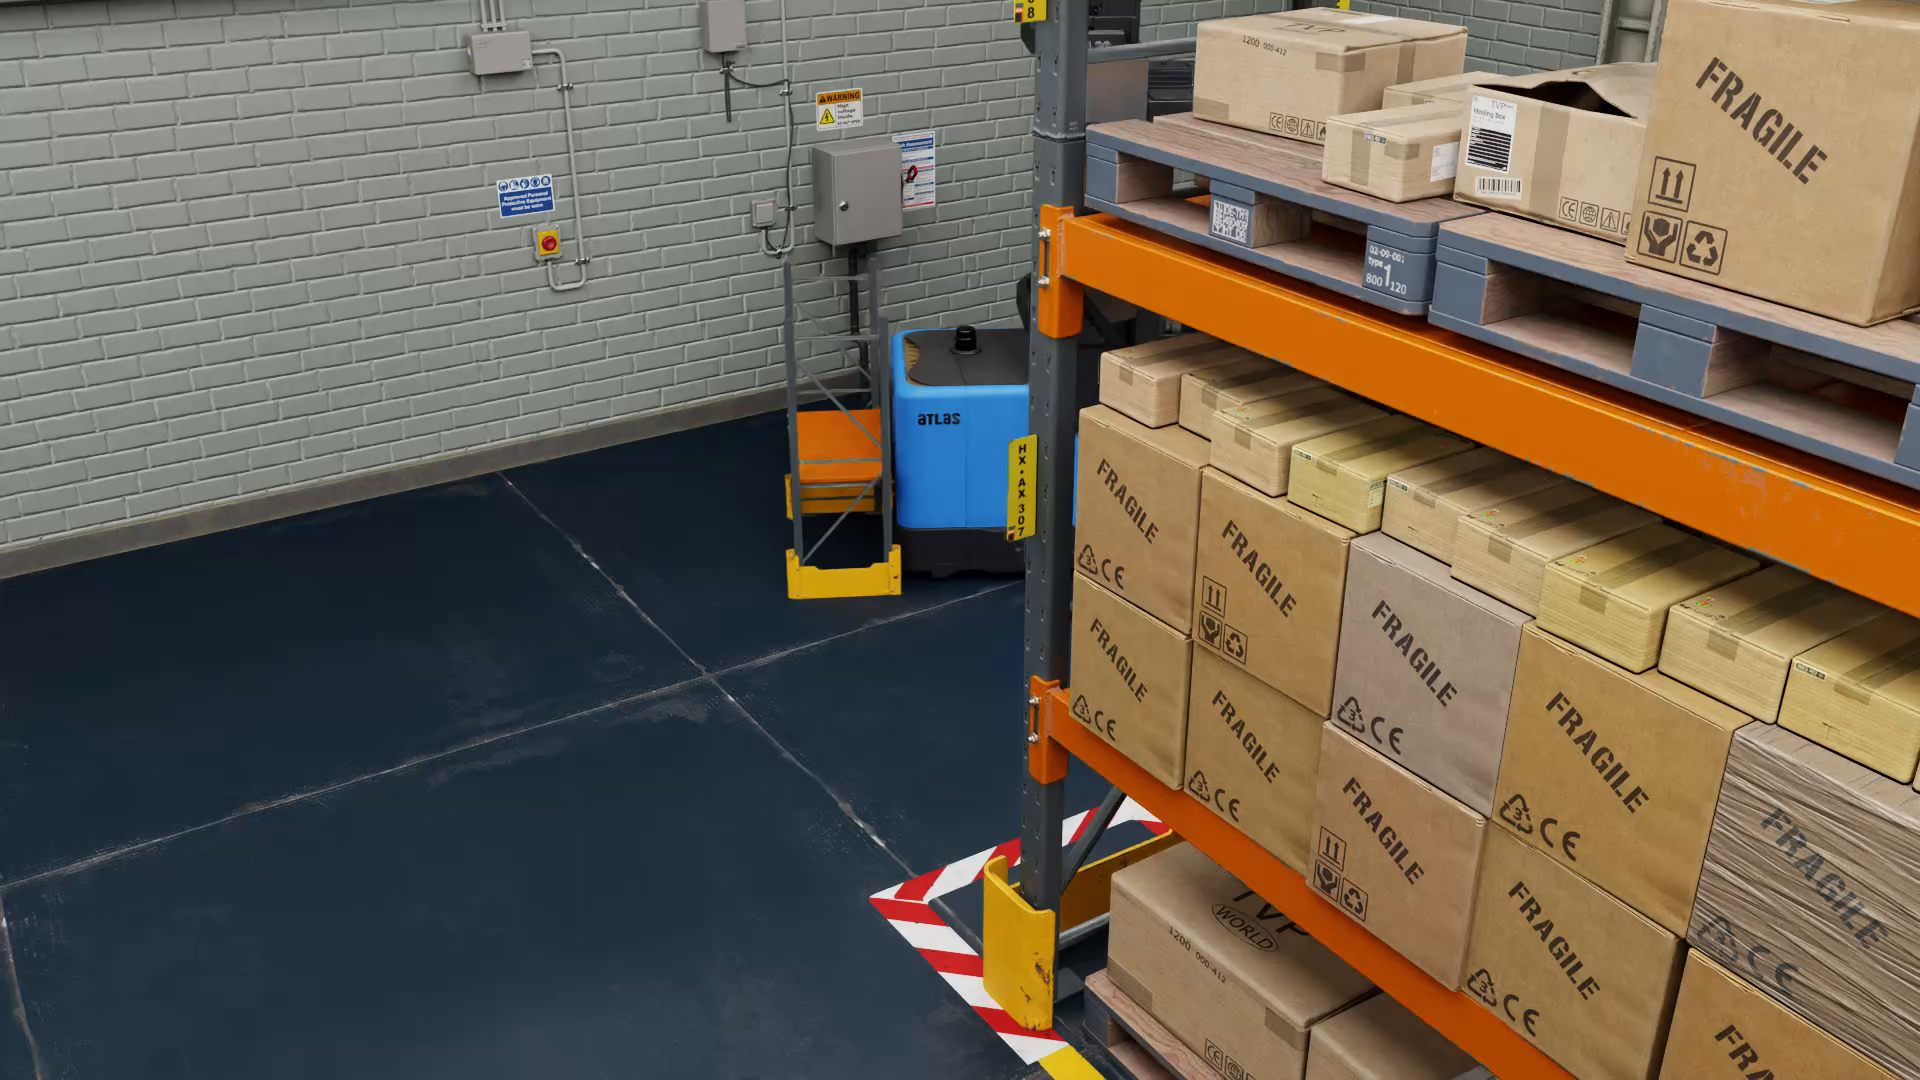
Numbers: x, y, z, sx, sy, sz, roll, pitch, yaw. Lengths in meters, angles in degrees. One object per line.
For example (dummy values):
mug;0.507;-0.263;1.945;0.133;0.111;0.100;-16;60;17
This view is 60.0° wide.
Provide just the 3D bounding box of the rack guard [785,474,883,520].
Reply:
rack guard;-0.698;-0.258;9.504;0.587;0.250;0.087;-2;25;-5

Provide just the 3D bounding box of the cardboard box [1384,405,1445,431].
cardboard box;1.387;-0.404;4.544;0.380;0.149;0.250;-16;30;-30

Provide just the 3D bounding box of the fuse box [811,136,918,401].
fuse box;-0.605;-1.719;10.887;0.539;1.711;0.414;-16;29;-30

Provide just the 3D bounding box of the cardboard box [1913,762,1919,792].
cardboard box;1.901;0.372;2.899;0.380;0.149;0.250;-16;30;-30

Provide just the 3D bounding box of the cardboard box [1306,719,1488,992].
cardboard box;1.236;0.701;4.134;0.500;0.500;0.500;-16;29;-30

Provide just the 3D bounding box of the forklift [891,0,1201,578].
forklift;1.145;-1.355;8.688;3.031;2.935;1.130;-2;25;-3

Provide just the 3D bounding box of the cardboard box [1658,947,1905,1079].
cardboard box;1.797;1.067;3.359;0.500;0.500;0.500;-16;30;-30

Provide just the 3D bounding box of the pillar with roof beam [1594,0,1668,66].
pillar with roof beam;0.486;-3.895;6.960;9.100;9.000;0.400;-16;29;-30

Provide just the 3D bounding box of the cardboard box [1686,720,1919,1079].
cardboard box;1.792;0.613;3.150;0.500;0.500;0.500;-15;29;-29

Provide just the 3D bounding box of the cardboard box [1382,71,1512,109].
cardboard box;1.270;-1.060;4.152;0.380;0.149;0.250;-18;31;-33

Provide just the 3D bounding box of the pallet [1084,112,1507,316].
pallet;1.067;-0.906;4.246;1.003;0.211;1.213;-16;29;-30

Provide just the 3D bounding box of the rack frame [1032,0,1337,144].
rack frame;0.653;-2.566;4.144;1.000;3.000;0.127;-16;29;-30

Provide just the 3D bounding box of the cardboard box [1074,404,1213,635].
cardboard box;0.676;-0.112;4.686;0.500;0.500;0.500;-16;30;-31

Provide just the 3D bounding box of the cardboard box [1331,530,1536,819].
cardboard box;1.252;0.253;3.912;0.500;0.500;0.500;-16;30;-30

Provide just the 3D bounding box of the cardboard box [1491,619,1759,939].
cardboard box;1.525;0.431;3.534;0.500;0.500;0.500;-15;29;-29

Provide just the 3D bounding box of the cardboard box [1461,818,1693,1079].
cardboard box;1.524;0.876;3.763;0.500;0.500;0.500;-14;29;-28

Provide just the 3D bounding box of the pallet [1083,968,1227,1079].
pallet;1.155;1.676;5.453;1.003;0.211;1.213;-16;29;-30

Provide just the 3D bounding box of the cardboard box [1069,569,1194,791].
cardboard box;0.674;0.340;4.898;0.500;0.500;0.500;-16;30;-30

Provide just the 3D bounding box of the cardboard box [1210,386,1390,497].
cardboard box;0.863;-0.255;4.229;0.380;0.149;0.250;-15;29;-28

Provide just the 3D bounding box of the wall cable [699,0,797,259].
wall cable;-1.263;-2.658;10.178;0.588;1.984;0.122;-16;29;-30

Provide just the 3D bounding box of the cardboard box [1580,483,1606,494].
cardboard box;1.573;-0.194;4.100;0.380;0.149;0.250;-16;30;-30

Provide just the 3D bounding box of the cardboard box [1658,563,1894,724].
cardboard box;1.610;0.195;3.276;0.380;0.149;0.250;-16;29;-30

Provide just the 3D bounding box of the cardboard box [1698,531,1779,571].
cardboard box;1.887;-0.020;3.731;0.380;0.149;0.250;-14;29;-28

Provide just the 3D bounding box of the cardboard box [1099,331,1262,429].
cardboard box;0.615;-0.452;4.646;0.380;0.149;0.250;-15;29;-29

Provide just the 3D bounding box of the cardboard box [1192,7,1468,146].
cardboard box;0.974;-1.237;4.409;0.500;0.250;0.500;-19;31;-34

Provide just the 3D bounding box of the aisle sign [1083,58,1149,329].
aisle sign;0.371;-0.987;4.781;0.394;0.787;0.004;-16;29;-30

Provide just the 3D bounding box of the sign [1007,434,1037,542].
sign;0.185;-0.153;4.954;0.100;0.325;0.005;-16;29;-30

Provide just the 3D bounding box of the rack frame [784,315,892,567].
rack frame;-0.597;-0.392;8.323;0.500;1.500;0.032;-2;25;-5

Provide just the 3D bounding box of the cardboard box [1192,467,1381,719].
cardboard box;0.964;0.071;4.298;0.500;0.500;0.500;-16;30;-31

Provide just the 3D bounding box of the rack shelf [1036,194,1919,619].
rack shelf;1.745;-0.169;3.423;1.077;0.370;4.000;-16;29;-30

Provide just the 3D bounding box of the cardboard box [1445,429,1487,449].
cardboard box;1.490;-0.304;4.333;0.380;0.149;0.250;-15;29;-28

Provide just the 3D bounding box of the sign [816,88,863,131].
sign;-0.765;-2.736;10.565;0.339;0.242;0.001;-16;29;-30

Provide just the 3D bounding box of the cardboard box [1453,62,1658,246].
cardboard box;1.428;-0.857;3.534;0.500;0.311;0.500;-15;29;-29

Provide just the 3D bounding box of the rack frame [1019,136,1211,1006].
rack frame;0.653;0.147;5.425;1.000;3.000;0.127;-16;29;-30

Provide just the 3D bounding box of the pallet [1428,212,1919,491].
pallet;1.737;-0.470;3.321;1.003;0.211;1.213;-16;29;-30

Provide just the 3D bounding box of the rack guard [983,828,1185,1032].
rack guard;0.640;1.269;5.977;1.175;0.500;0.348;-16;29;-30

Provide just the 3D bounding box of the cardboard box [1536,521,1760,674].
cardboard box;1.426;0.112;3.450;0.380;0.149;0.250;-16;30;-31

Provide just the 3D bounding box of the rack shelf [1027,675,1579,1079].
rack shelf;1.745;1.188;4.063;1.077;0.370;4.000;-16;29;-30

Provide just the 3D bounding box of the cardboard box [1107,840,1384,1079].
cardboard box;1.097;1.329;5.431;0.875;0.438;0.875;-17;30;-31

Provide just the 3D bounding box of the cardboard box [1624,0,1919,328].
cardboard box;1.628;-0.734;3.051;0.500;0.500;0.500;-15;29;-29

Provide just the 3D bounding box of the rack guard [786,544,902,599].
rack guard;-0.599;0.165;8.607;0.587;0.250;0.087;-2;25;-5

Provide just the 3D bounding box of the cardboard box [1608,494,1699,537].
cardboard box;1.759;-0.118;3.939;0.380;0.149;0.250;-15;29;-28

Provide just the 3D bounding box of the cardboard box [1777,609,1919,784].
cardboard box;1.757;0.279;3.097;0.380;0.149;0.250;-16;30;-31

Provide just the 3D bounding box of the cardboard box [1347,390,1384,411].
cardboard box;1.175;-0.477;4.698;0.380;0.149;0.250;-15;29;-29

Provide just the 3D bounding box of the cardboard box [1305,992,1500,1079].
cardboard box;1.603;1.654;4.742;0.875;0.438;0.875;-15;29;-28

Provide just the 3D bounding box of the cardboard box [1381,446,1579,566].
cardboard box;1.210;-0.084;3.865;0.380;0.149;0.250;-15;29;-29

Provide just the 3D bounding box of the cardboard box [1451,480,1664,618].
cardboard box;1.310;0.015;3.656;0.380;0.149;0.250;-15;29;-29

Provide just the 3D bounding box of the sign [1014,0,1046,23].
sign;0.185;-1.513;4.312;0.100;0.325;0.005;-16;29;-30

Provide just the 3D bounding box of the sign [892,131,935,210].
sign;-0.305;-2.448;11.033;0.329;0.494;0.001;-16;29;-30

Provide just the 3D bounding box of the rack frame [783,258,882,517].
rack frame;-0.699;-0.824;9.238;0.500;1.500;0.032;-2;25;-5

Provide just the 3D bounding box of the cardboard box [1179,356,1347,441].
cardboard box;0.817;-0.375;4.482;0.380;0.149;0.250;-15;29;-28

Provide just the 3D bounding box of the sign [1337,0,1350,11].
sign;1.115;-1.695;4.870;0.100;0.325;0.005;-16;29;-30

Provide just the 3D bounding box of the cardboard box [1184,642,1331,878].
cardboard box;0.974;0.515;4.529;0.500;0.500;0.500;-16;30;-30

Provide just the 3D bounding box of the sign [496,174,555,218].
sign;-2.519;-1.997;9.650;0.327;0.218;0.001;-16;29;-30

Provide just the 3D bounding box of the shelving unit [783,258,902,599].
shelving unit;-0.649;-0.612;8.789;0.587;1.500;1.083;-2;25;-5

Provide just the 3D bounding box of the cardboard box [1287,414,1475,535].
cardboard box;1.022;-0.165;4.038;0.380;0.149;0.250;-17;30;-31

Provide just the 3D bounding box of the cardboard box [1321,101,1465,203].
cardboard box;1.054;-0.888;3.789;0.380;0.149;0.250;-14;29;-28

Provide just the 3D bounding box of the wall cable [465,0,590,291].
wall cable;-2.445;-2.338;9.462;0.585;1.953;0.123;-16;29;-30

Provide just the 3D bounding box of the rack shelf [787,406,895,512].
rack shelf;-0.648;-0.445;8.857;0.538;0.185;1.000;-2;25;-5
